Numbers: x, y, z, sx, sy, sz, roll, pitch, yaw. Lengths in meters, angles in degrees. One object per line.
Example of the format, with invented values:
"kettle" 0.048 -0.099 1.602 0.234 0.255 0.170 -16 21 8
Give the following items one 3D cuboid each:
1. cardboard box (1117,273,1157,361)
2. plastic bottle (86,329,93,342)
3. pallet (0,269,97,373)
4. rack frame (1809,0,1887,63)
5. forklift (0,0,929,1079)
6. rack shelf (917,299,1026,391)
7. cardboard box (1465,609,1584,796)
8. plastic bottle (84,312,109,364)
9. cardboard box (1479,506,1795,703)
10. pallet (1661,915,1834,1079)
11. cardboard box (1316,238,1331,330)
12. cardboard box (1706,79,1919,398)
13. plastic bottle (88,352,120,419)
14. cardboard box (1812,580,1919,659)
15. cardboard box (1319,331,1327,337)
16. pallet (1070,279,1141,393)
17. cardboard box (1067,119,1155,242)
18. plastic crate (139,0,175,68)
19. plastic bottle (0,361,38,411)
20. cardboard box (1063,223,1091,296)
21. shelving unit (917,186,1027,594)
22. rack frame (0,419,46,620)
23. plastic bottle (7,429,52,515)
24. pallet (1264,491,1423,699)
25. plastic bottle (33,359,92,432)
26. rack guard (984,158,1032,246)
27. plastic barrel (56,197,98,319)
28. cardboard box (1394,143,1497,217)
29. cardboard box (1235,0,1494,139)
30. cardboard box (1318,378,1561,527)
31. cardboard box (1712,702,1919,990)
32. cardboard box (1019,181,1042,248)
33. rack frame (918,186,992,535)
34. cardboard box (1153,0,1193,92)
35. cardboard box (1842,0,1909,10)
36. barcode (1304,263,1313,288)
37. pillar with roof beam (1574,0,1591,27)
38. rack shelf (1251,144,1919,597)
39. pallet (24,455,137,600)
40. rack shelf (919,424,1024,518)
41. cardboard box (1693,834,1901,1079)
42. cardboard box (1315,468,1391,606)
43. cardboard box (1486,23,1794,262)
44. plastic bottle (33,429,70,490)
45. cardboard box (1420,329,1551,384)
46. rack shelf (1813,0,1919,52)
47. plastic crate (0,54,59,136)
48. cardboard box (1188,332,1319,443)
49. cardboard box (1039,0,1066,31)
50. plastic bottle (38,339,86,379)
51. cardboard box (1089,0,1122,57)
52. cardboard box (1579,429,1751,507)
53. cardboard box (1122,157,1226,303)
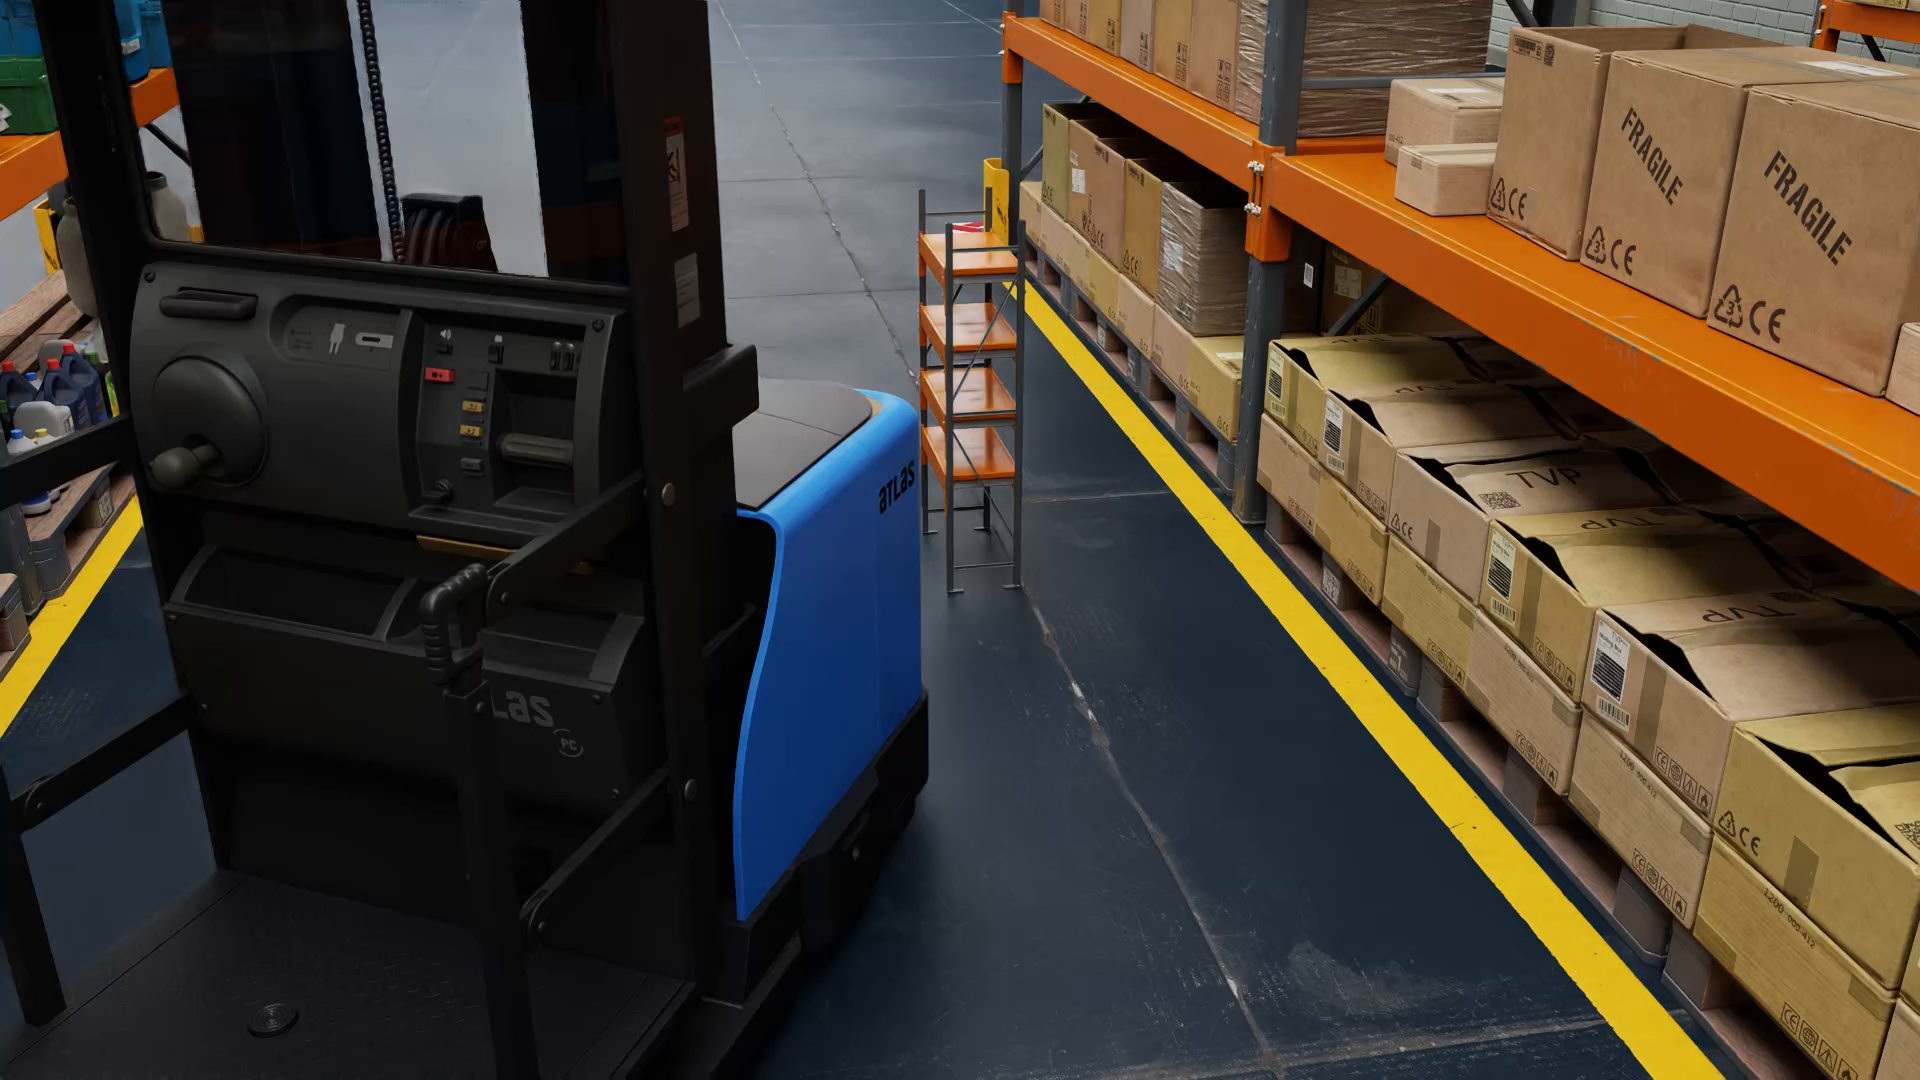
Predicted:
"cardboard box" 0.985 -0.973 7.140 0.500 0.250 0.500 -4 24 -10
"plastic bottle" -3.436 -0.746 6.658 0.097 0.201 0.097 0 24 0
"pallet" -3.927 -1.065 7.925 1.003 0.211 1.213 -4 24 -10
"rack frame" 5.604 -3.422 9.839 1.000 3.000 0.127 -4 24 -10
"forklift" -1.056 -0.207 2.562 1.130 2.935 3.031 8 25 18
"rack shelf" 0.031 -0.628 5.298 0.258 0.148 0.480 -4 24 -10
"cardboard box" 1.592 0.368 4.069 0.500 0.250 0.500 -4 24 -9
"plastic bottle" -3.248 -0.693 6.350 0.144 0.351 0.185 -4 24 -10
"cardboard box" 1.593 0.115 3.949 0.500 0.311 0.500 -4 24 -8
"pallet" 2.101 1.043 3.097 1.003 0.211 1.213 -4 24 -10
"cardboard box" 1.597 -1.159 6.629 0.500 0.500 0.500 -4 24 -10
"cardboard box" 1.889 -0.612 3.279 0.500 0.500 0.500 -6 24 -13
"plastic bottle" -3.159 -0.563 6.136 0.061 0.283 0.133 -3 24 -7
"cardboard box" 2.210 0.268 3.598 0.500 0.311 0.500 -5 24 -11
"cardboard box" 1.688 -0.618 6.329 0.500 0.250 0.500 -4 24 -10
"pallet" 1.141 -1.000 7.776 1.003 0.211 1.213 -4 24 -10
"cardboard box" 0.816 -1.711 7.893 0.500 0.500 0.500 -4 24 -10
"plastic crate" -3.632 -2.191 7.204 0.499 0.251 0.408 -4 24 -10
"plastic bottle" -3.276 -0.441 5.772 0.144 0.351 0.185 -4 24 -10
"cardboard box" 0.805 -1.366 8.041 0.500 0.250 0.500 -4 24 -10
"shelving unit" 0.031 -0.485 5.361 0.258 1.200 0.503 -4 24 -10
"rack frame" -3.393 -1.116 4.557 1.000 3.000 0.127 -4 24 -10
"plastic bottle" -3.021 -0.225 5.377 0.097 0.271 0.097 0 24 0
"pallet" 1.650 0.084 5.294 1.003 0.211 1.213 -4 24 -10
"plastic bottle" -3.134 -0.452 5.797 0.144 0.351 0.185 -4 24 -8
"rack guard" 0.732 -1.918 9.518 1.175 0.500 0.348 -4 24 -10
"plastic barrel" -3.843 -1.291 7.542 0.421 0.512 0.421 0 24 0
"cardboard box" 1.439 -1.002 4.611 0.380 0.149 0.250 -4 24 -10
"cardboard box" 1.387 -1.701 5.772 0.700 0.500 0.500 -5 24 -11
"cardboard box" 1.395 -0.292 4.881 0.500 0.311 0.500 -5 24 -10
"cardboard box" 1.774 0.511 3.042 0.500 0.311 0.500 -5 24 -11
"cardboard box" 0.617 -1.759 8.941 0.500 0.250 0.500 -4 24 -10
"rack frame" -0.015 -0.581 5.581 0.240 1.200 0.015 -4 24 -10
"cardboard box" 1.195 -2.106 6.698 0.700 0.500 0.500 -4 24 -9
"cardboard box" 5.382 -3.147 9.371 0.500 0.250 0.500 -5 24 -11
"barcode" 1.114 -0.846 5.313 0.001 0.075 0.075 -4 24 -10
"pillar with roof beam" 1.243 -8.002 12.828 9.100 9.000 0.400 -4 24 -10
"rack shelf" 1.845 -0.365 3.736 1.077 0.370 4.000 -4 24 -10
"pallet" -3.476 -0.105 5.727 1.003 0.211 1.213 -4 24 -10
"rack shelf" 0.031 -0.241 5.467 0.258 0.148 0.480 -4 24 -10
"cardboard box" 1.780 0.769 3.153 0.500 0.250 0.500 -5 24 -10
"cardboard box" 1.400 -0.035 4.994 0.500 0.250 0.500 -4 24 -8
"cardboard box" 1.699 -1.016 4.204 0.500 0.500 0.500 -3 24 -6
"plastic bottle" -3.059 -0.273 5.574 0.097 0.201 0.097 0 24 0
"cardboard box" 1.832 -0.532 5.431 0.500 0.311 0.500 -4 24 -10
"rack shelf" 5.973 -2.306 8.181 1.077 0.370 4.000 -4 24 -10
"plastic crate" -3.367 -1.574 5.870 0.450 0.188 0.662 -4 24 -10
"cardboard box" 1.175 -0.580 6.240 0.500 0.250 0.500 -4 24 -10
"cardboard box" 0.810 -2.916 8.553 0.700 0.500 0.500 -4 24 -10
"plastic bottle" -3.389 -0.638 6.317 0.152 0.276 0.135 -4 24 -10
"cardboard box" 0.998 -2.514 7.633 0.700 0.500 0.500 -4 24 -9
"cardboard box" 2.025 -0.132 4.514 0.500 0.311 0.500 -4 24 -10
"cardboard box" 0.998 -1.317 6.992 0.500 0.500 0.500 -4 24 -10
